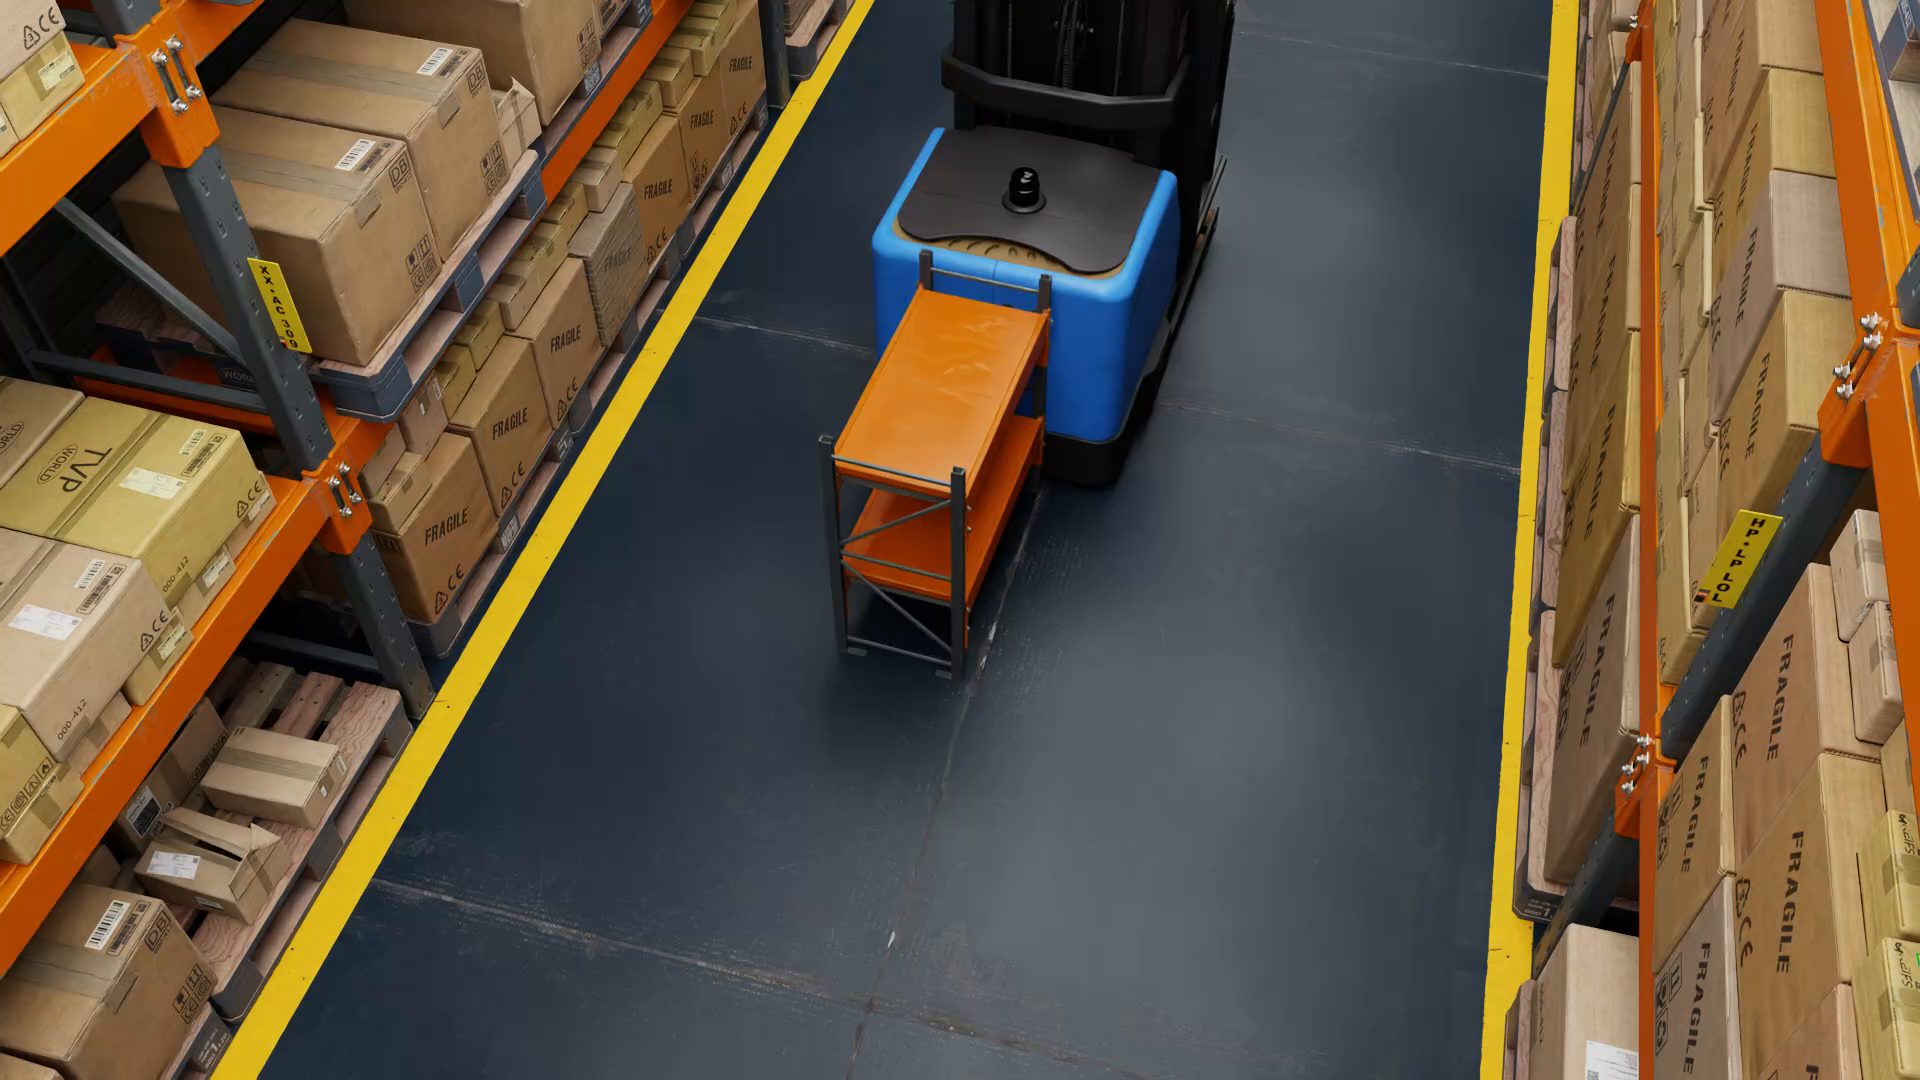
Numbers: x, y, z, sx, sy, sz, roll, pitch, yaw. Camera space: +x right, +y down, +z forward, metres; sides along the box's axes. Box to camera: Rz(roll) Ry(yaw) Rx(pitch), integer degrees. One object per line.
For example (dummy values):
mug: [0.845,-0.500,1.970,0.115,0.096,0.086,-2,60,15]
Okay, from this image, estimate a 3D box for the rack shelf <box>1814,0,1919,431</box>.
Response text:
rack shelf: [2.880,-1.695,4.643,1.077,0.370,4.000,12,50,10]

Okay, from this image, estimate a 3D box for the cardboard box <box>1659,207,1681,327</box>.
cardboard box: [2.646,-0.922,5.582,0.500,0.250,0.500,12,50,10]

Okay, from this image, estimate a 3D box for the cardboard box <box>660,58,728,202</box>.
cardboard box: [-1.429,-1.967,7.792,0.500,0.500,0.500,11,49,9]

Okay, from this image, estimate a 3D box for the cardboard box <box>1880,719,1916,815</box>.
cardboard box: [1.941,0.487,3.073,0.380,0.149,0.250,11,49,10]

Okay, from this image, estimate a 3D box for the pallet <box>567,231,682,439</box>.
pallet: [-1.940,-1.029,7.436,1.003,0.211,1.213,12,50,10]

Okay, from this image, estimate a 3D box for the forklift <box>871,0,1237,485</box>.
forklift: [0.590,-2.325,6.766,1.130,2.935,3.031,14,50,12]

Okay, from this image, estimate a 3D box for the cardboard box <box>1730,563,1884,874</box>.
cardboard box: [1.994,0.439,3.547,0.500,0.500,0.500,12,50,10]

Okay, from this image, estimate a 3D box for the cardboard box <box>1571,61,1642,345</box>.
cardboard box: [3.144,-1.340,6.988,0.875,0.875,0.875,11,50,10]

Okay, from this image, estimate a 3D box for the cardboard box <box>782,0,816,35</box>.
cardboard box: [-1.206,-3.166,8.766,0.875,0.625,0.625,13,50,11]

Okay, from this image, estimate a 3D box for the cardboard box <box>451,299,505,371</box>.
cardboard box: [-1.971,-0.808,6.336,0.380,0.149,0.250,11,49,9]

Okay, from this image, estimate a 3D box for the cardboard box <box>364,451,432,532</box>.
cardboard box: [-2.085,-0.204,5.803,0.380,0.149,0.250,14,50,12]

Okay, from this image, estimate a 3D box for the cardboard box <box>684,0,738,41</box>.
cardboard box: [-1.269,-2.483,7.814,0.380,0.149,0.250,9,49,8]

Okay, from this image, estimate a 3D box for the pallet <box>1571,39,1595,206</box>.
pallet: [3.613,-2.029,8.319,1.003,0.211,1.213,12,50,10]

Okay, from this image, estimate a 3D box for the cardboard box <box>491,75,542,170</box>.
cardboard box: [-1.701,-1.494,5.797,0.396,0.266,0.258,14,50,12]

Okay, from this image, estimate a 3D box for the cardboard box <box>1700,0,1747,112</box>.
cardboard box: [2.768,-1.711,5.444,0.500,0.500,0.500,13,50,11]

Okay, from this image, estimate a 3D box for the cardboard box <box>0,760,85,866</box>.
cardboard box: [-2.505,0.653,4.259,0.380,0.149,0.250,11,49,9]

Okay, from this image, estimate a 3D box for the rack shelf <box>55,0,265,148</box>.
rack shelf: [-1.910,-2.672,5.505,1.077,0.370,4.000,12,50,10]

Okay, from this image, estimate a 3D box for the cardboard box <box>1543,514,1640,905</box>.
cardboard box: [2.439,0.606,5.270,0.875,0.875,0.875,13,50,11]

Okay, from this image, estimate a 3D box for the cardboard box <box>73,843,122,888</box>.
cardboard box: [-2.952,1.079,5.338,0.380,0.149,0.250,11,49,10]

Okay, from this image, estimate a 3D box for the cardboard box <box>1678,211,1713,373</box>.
cardboard box: [2.490,-0.715,5.066,0.500,0.250,0.500,13,50,11]

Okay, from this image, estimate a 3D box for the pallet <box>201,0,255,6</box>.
pallet: [-2.197,-1.859,4.433,1.213,0.211,1.003,12,50,10]

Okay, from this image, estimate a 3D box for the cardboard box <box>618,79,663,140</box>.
cardboard box: [-1.536,-1.916,7.314,0.380,0.149,0.250,13,50,11]

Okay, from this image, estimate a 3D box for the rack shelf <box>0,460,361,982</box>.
rack shelf: [-2.963,1.214,4.077,1.077,0.370,4.000,12,50,10]

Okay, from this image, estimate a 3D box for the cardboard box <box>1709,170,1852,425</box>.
cardboard box: [2.358,-0.606,4.470,0.500,0.500,0.500,12,50,11]

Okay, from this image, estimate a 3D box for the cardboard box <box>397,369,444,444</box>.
cardboard box: [-2.063,-0.500,5.865,0.380,0.149,0.250,9,49,8]

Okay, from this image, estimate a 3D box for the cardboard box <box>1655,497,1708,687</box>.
cardboard box: [2.228,0.182,4.608,0.500,0.250,0.500,10,49,9]

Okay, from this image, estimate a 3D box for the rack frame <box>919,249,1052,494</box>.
rack frame: [0.092,-0.631,6.475,0.500,1.125,0.032,14,50,12]

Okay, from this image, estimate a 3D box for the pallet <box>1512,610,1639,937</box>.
pallet: [2.484,0.856,5.773,1.003,0.211,1.213,12,50,10]

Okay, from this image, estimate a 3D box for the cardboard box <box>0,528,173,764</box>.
cardboard box: [-2.453,0.262,4.338,0.500,0.250,0.500,12,50,10]

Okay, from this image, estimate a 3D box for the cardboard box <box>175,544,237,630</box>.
cardboard box: [-2.324,0.086,4.760,0.380,0.149,0.250,13,50,11]

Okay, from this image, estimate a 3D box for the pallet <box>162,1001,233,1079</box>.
pallet: [-2.937,1.834,4.910,1.003,0.211,1.213,12,50,10]

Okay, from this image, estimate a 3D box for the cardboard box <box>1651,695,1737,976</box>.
cardboard box: [1.977,0.761,3.930,0.500,0.500,0.500,13,50,11]

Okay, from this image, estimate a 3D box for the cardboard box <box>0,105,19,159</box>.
cardboard box: [-2.314,-0.885,3.616,0.380,0.149,0.250,11,50,10]

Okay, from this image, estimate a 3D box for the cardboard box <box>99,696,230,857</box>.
cardboard box: [-2.838,0.711,5.554,0.500,0.311,0.500,13,50,11]

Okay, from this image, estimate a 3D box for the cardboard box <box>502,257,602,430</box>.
cardboard box: [-1.826,-0.835,6.792,0.500,0.500,0.500,10,49,9]

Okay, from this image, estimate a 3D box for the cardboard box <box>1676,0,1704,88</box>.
cardboard box: [2.897,-1.811,6.034,0.500,0.250,0.500,13,50,11]

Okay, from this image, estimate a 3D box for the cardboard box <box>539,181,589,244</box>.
cardboard box: [-1.759,-1.362,6.825,0.380,0.149,0.250,12,50,10]

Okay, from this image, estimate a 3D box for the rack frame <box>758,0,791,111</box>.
rack frame: [-1.384,-3.364,7.637,1.000,3.000,0.127,12,50,10]

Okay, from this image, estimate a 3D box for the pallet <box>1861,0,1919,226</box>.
pallet: [2.547,-1.096,3.762,0.805,0.209,1.217,10,49,9]

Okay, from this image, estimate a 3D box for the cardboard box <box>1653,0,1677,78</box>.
cardboard box: [3.034,-2.033,6.563,0.500,0.250,0.500,11,49,9]

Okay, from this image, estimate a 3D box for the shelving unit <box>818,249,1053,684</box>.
shelving unit: [-0.066,-0.269,6.156,0.538,1.125,1.048,14,50,12]

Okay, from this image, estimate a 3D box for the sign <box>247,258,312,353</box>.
sign: [-1.911,-0.656,4.669,0.100,0.325,0.005,12,50,10]
